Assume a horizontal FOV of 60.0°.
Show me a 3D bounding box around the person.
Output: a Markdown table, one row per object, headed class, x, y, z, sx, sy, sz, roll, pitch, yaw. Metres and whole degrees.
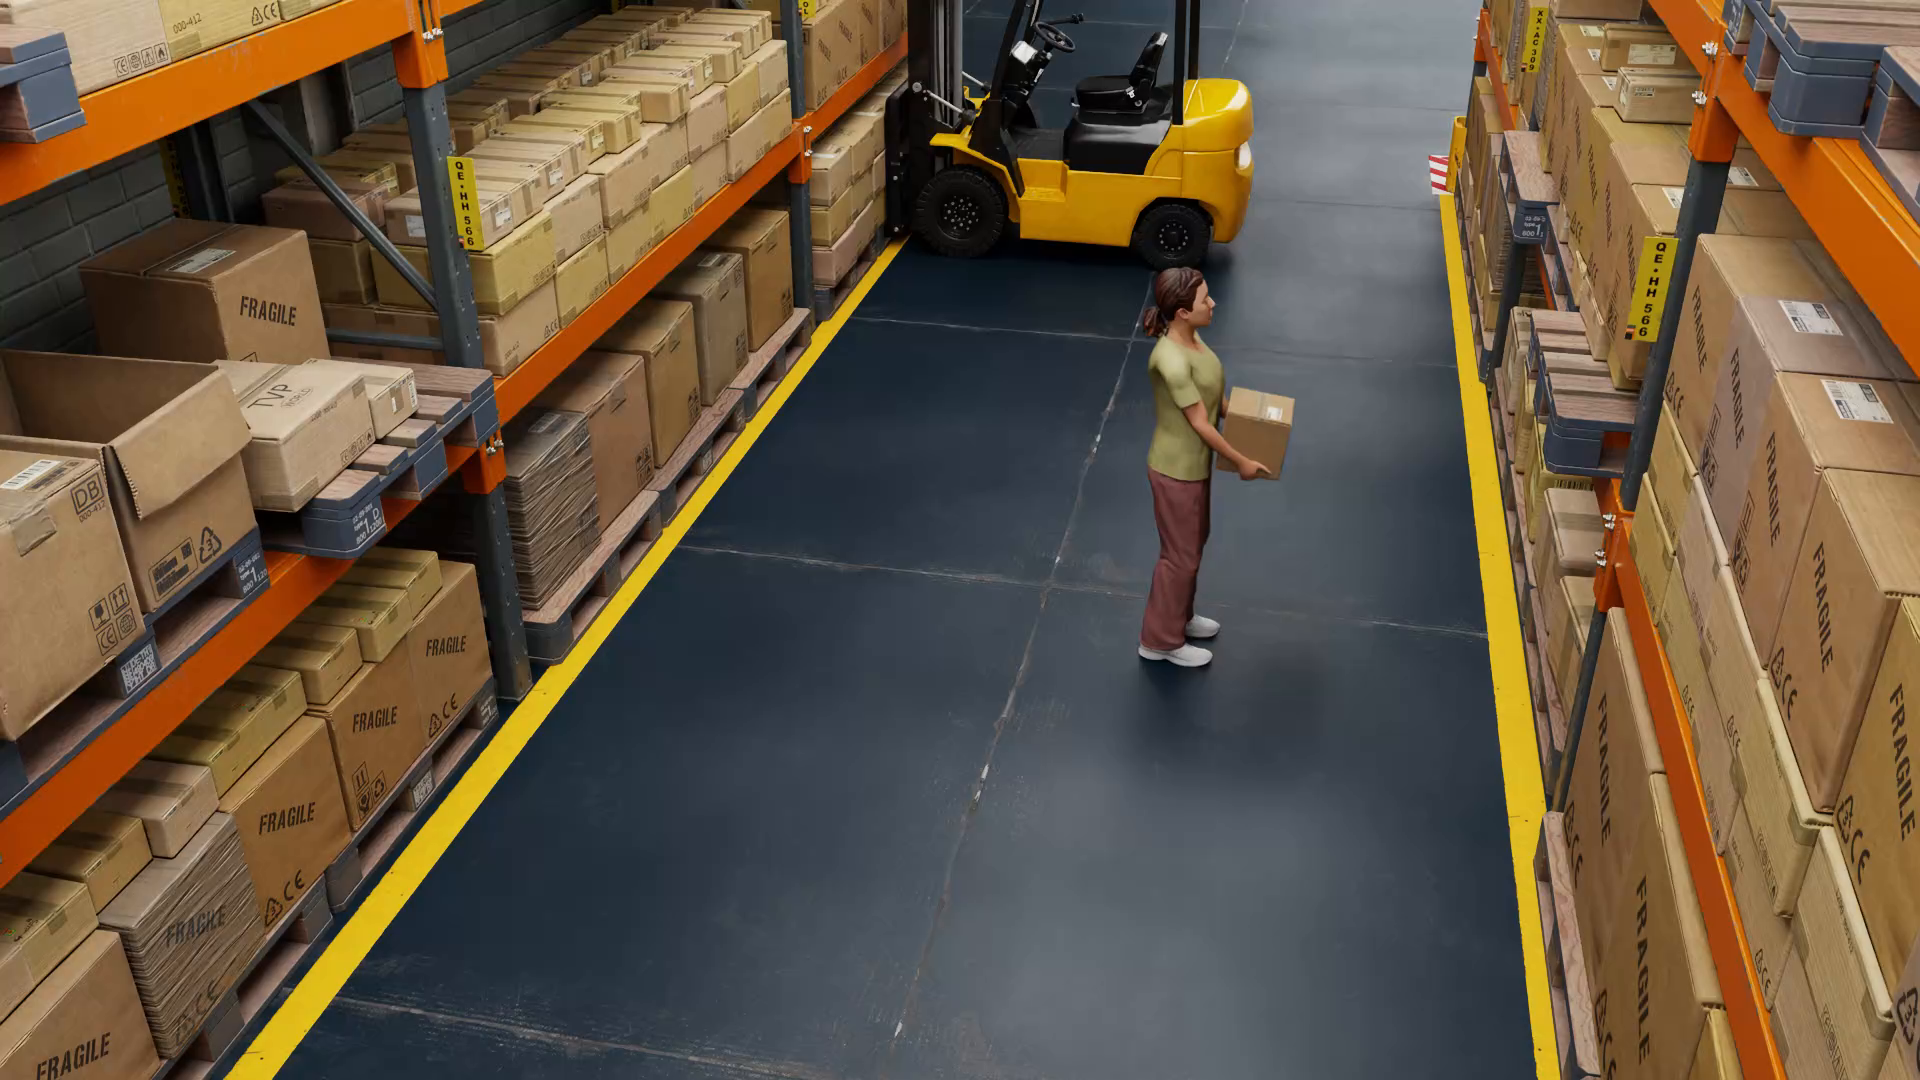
| class | x | y | z | sx | sy | sz | roll | pitch | yaw |
| --- | --- | --- | --- | --- | --- | --- | --- | --- | --- |
| person | 0.963 | -0.280 | 6.646 | 0.556 | 1.665 | 0.425 | 6 | 30 | 11 |
